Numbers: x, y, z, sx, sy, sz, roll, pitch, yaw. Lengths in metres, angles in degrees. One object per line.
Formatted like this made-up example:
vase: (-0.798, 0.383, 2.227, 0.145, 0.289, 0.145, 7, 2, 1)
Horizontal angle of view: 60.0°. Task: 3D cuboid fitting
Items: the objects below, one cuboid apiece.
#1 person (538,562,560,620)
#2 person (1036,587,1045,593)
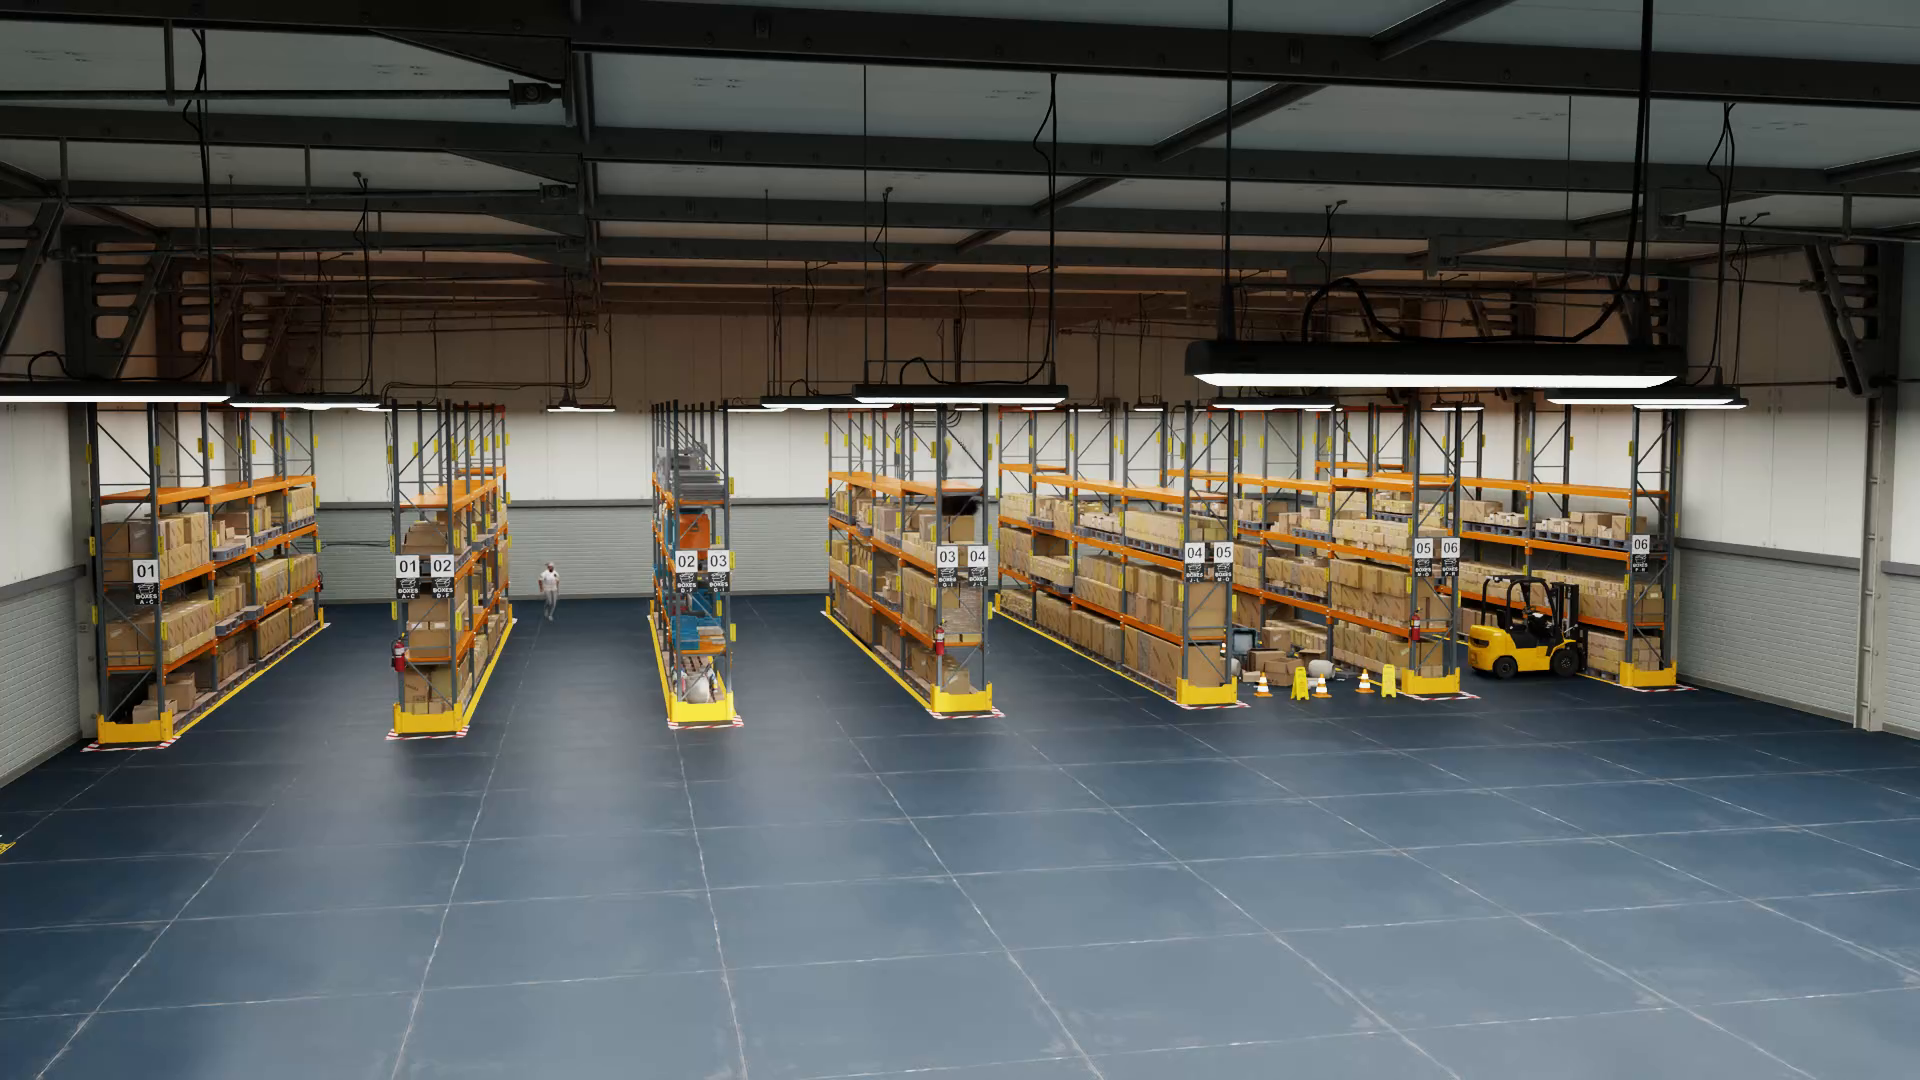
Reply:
person: (-11.402, 1.417, 46.308, 0.561, 1.650, 0.597, -3, 5, -32)
person: (2.371, 1.209, 49.618, 0.550, 1.546, 0.603, 1, 5, 19)
